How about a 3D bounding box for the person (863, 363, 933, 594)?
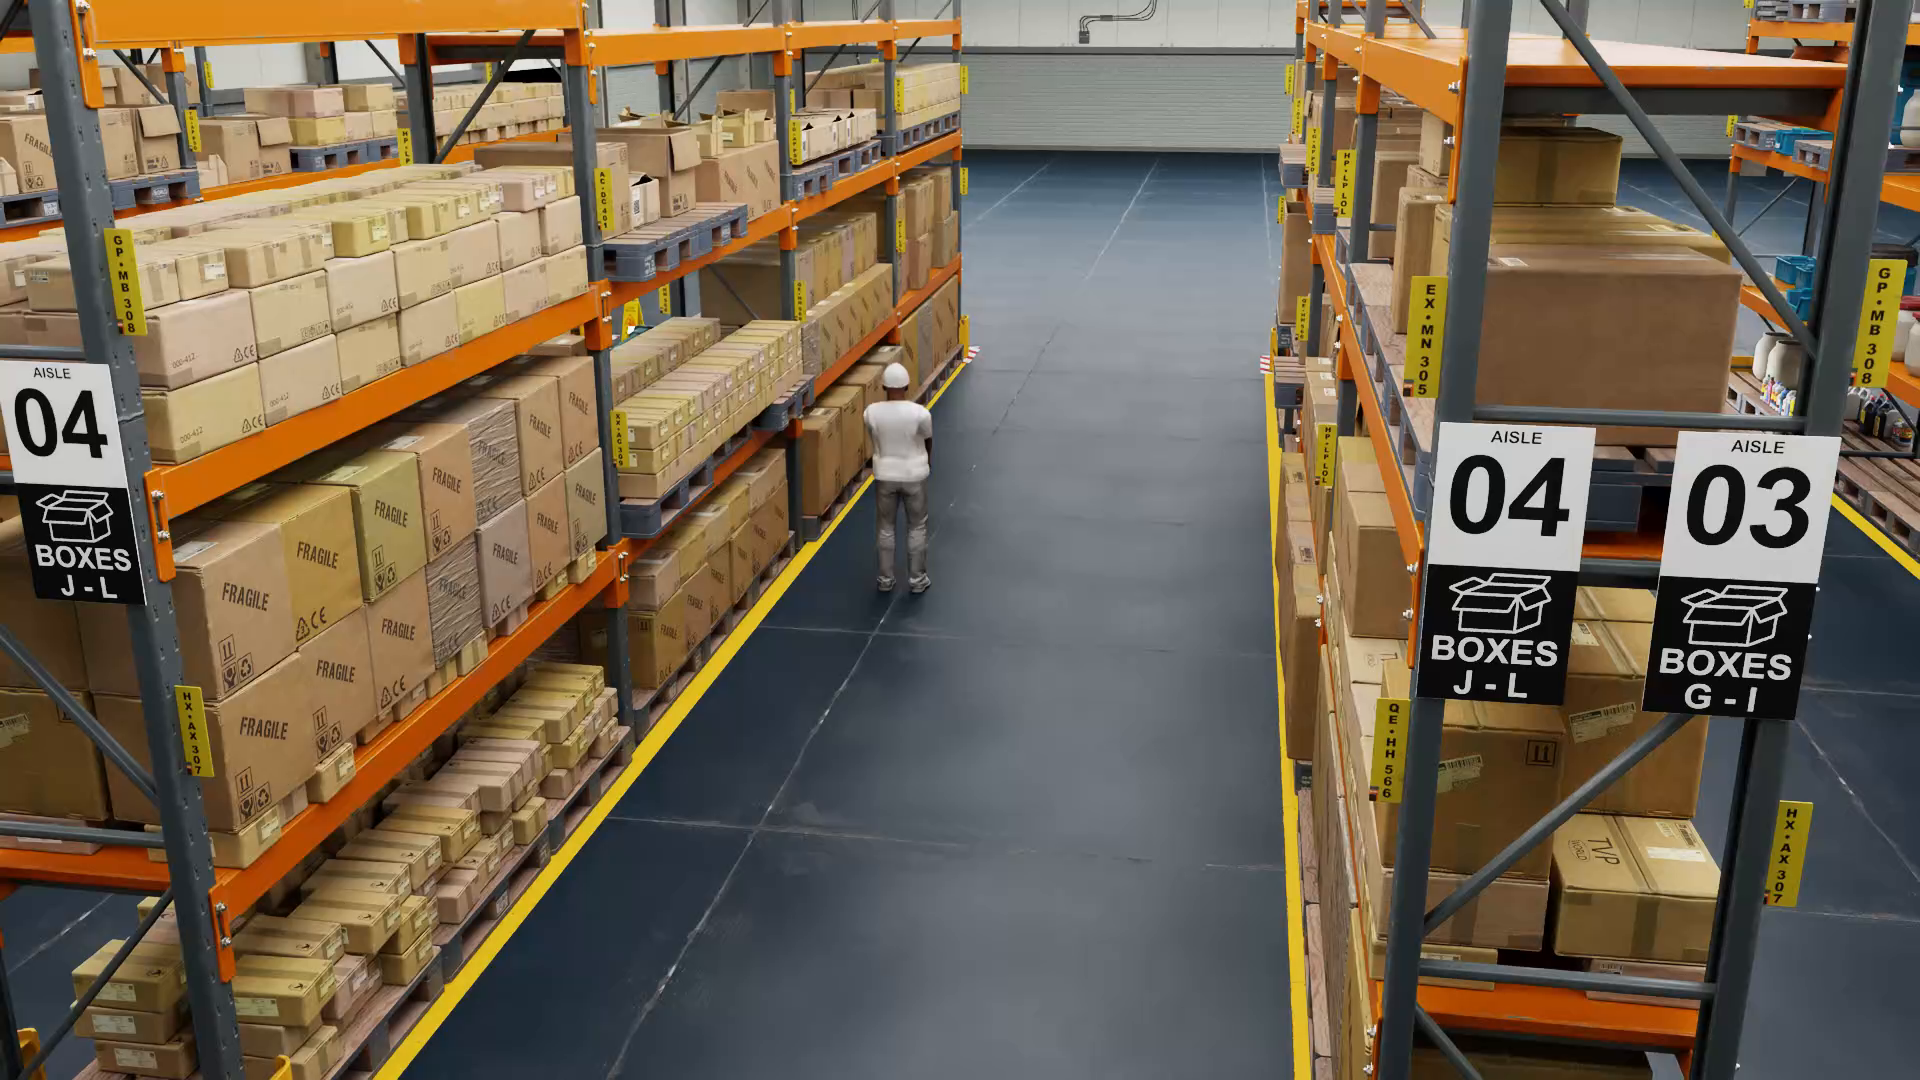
[{"bbox_3d":[-0.441,-0.494,12.563,0.504,1.761,0.572,3,18,9],"label":"person"}]
